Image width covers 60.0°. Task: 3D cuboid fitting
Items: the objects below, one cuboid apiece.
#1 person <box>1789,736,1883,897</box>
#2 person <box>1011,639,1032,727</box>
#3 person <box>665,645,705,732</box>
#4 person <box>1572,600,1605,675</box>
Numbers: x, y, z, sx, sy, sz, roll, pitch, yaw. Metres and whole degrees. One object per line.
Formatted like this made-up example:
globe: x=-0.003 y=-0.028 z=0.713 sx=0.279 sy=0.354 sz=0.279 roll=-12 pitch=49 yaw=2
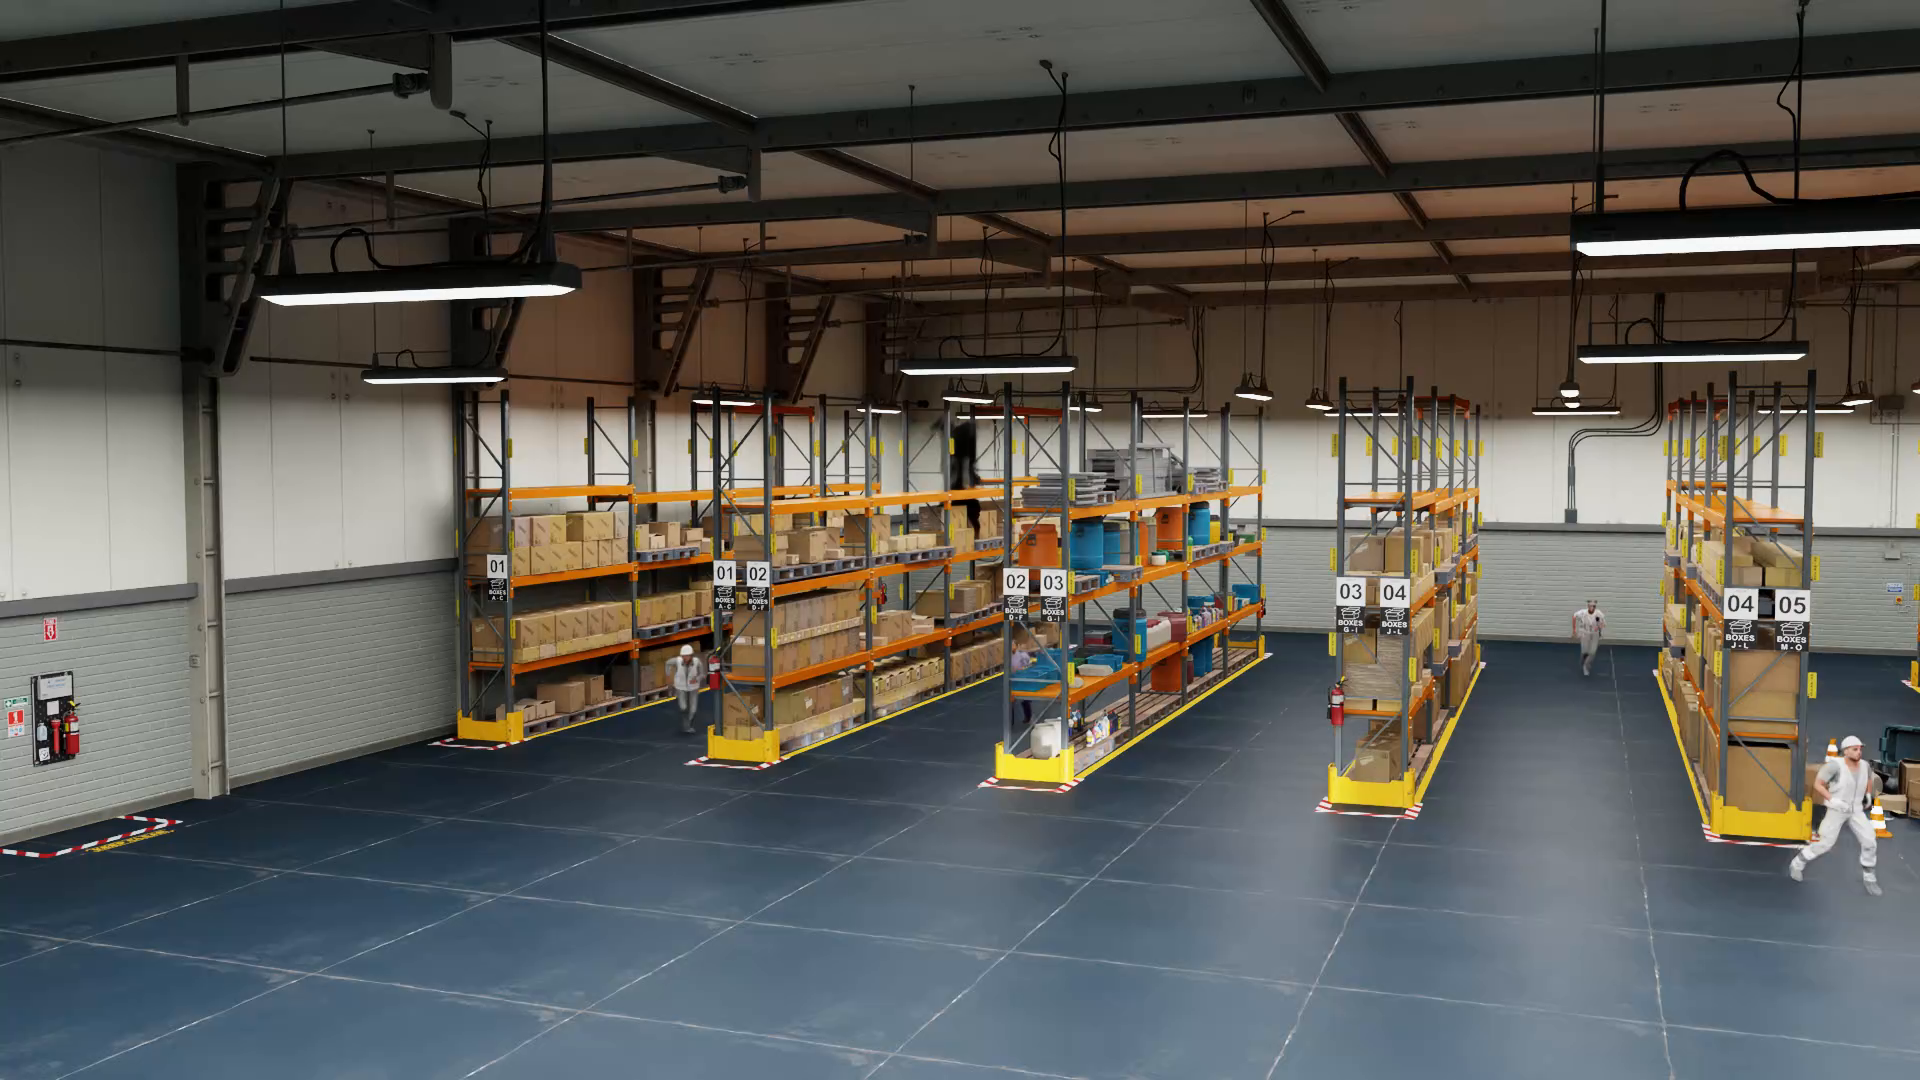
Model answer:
person: x=9.996 y=3.096 z=18.866 sx=0.898 sy=1.775 sz=0.766 roll=-1 pitch=3 yaw=-10
person: x=1.054 y=2.573 z=29.694 sx=0.604 sy=1.663 sz=0.965 roll=1 pitch=3 yaw=21
person: x=-4.807 y=2.602 z=29.051 sx=0.685 sy=1.599 sz=0.866 roll=0 pitch=3 yaw=-9
person: x=13.903 y=2.145 z=36.739 sx=0.652 sy=1.700 sz=0.722 roll=0 pitch=3 yaw=7
